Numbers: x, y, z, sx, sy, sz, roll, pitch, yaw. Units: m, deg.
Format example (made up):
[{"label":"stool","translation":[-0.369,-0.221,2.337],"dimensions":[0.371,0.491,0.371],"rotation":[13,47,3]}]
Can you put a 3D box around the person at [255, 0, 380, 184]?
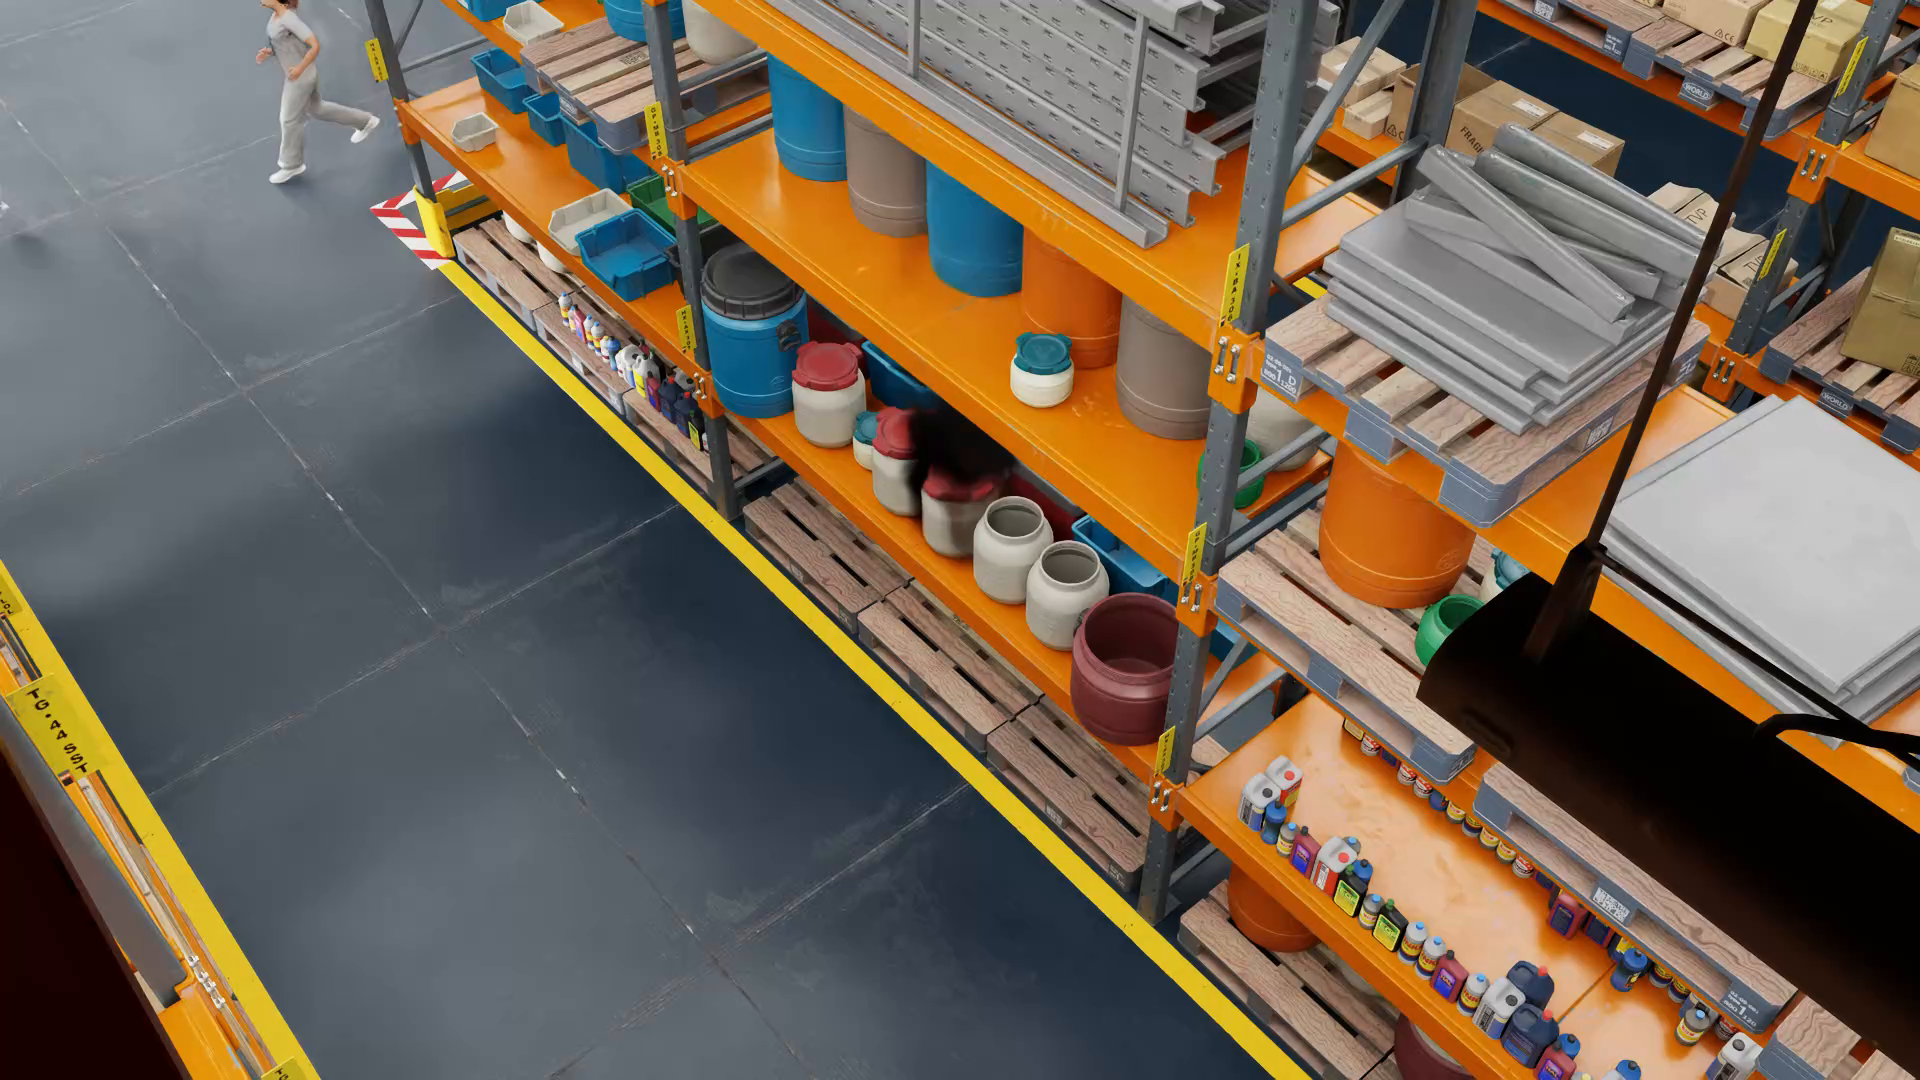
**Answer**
[{"label":"person","translation":[-5.308,-3.739,13.391],"dimensions":[0.988,1.666,0.576],"rotation":[-17,49,-16]}]
